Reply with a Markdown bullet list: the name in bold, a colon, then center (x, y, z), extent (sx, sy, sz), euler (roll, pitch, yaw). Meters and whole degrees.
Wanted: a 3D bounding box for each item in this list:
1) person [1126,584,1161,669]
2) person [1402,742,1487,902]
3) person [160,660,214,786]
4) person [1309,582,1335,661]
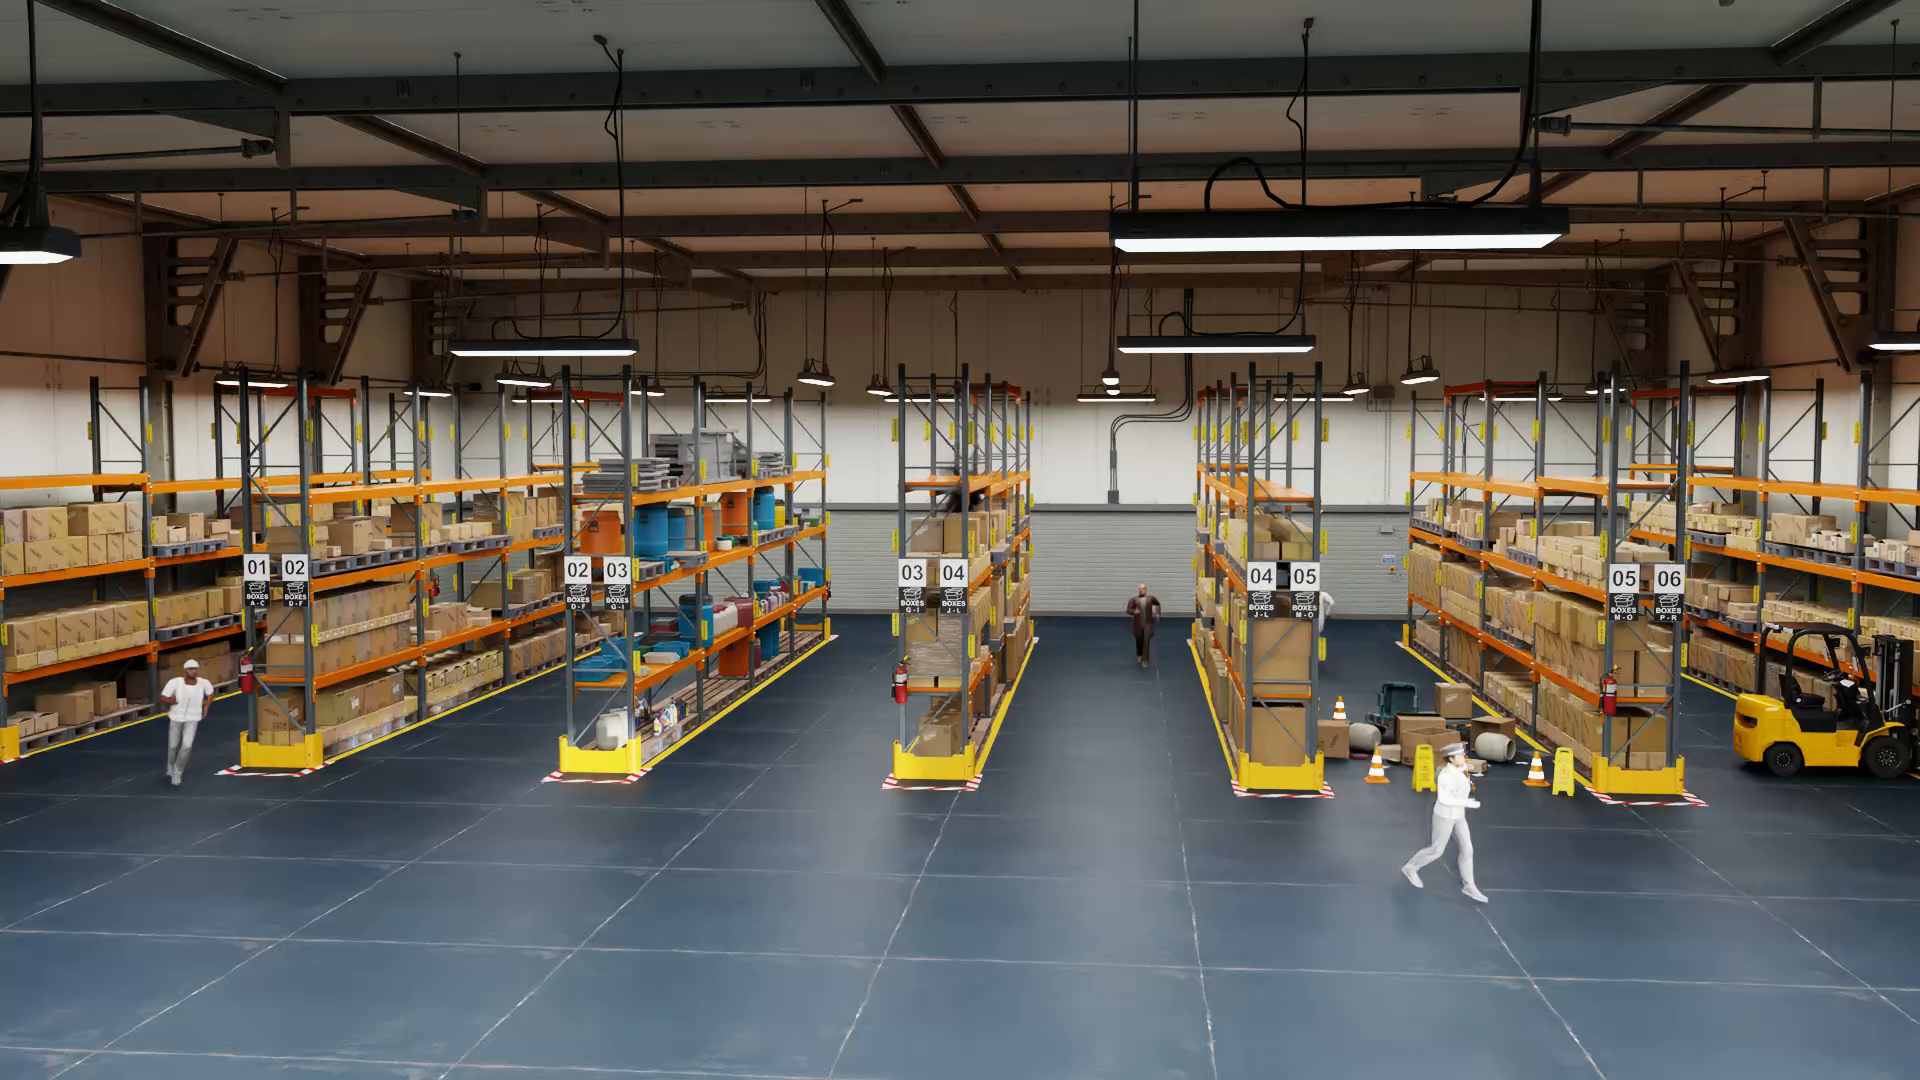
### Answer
- **person**: center (3.904, 1.812, 35.419), extent (0.732, 1.737, 1.160), euler (1, 4, 11)
- **person**: center (5.250, 2.999, 17.904), extent (0.896, 1.695, 0.580), euler (3, 5, 43)
- **person**: center (-11.118, 2.607, 23.937), extent (0.703, 1.778, 0.717), euler (-1, 4, -22)
- **person**: center (7.726, 1.779, 36.169), extent (0.686, 1.797, 0.947), euler (-1, 4, -8)
